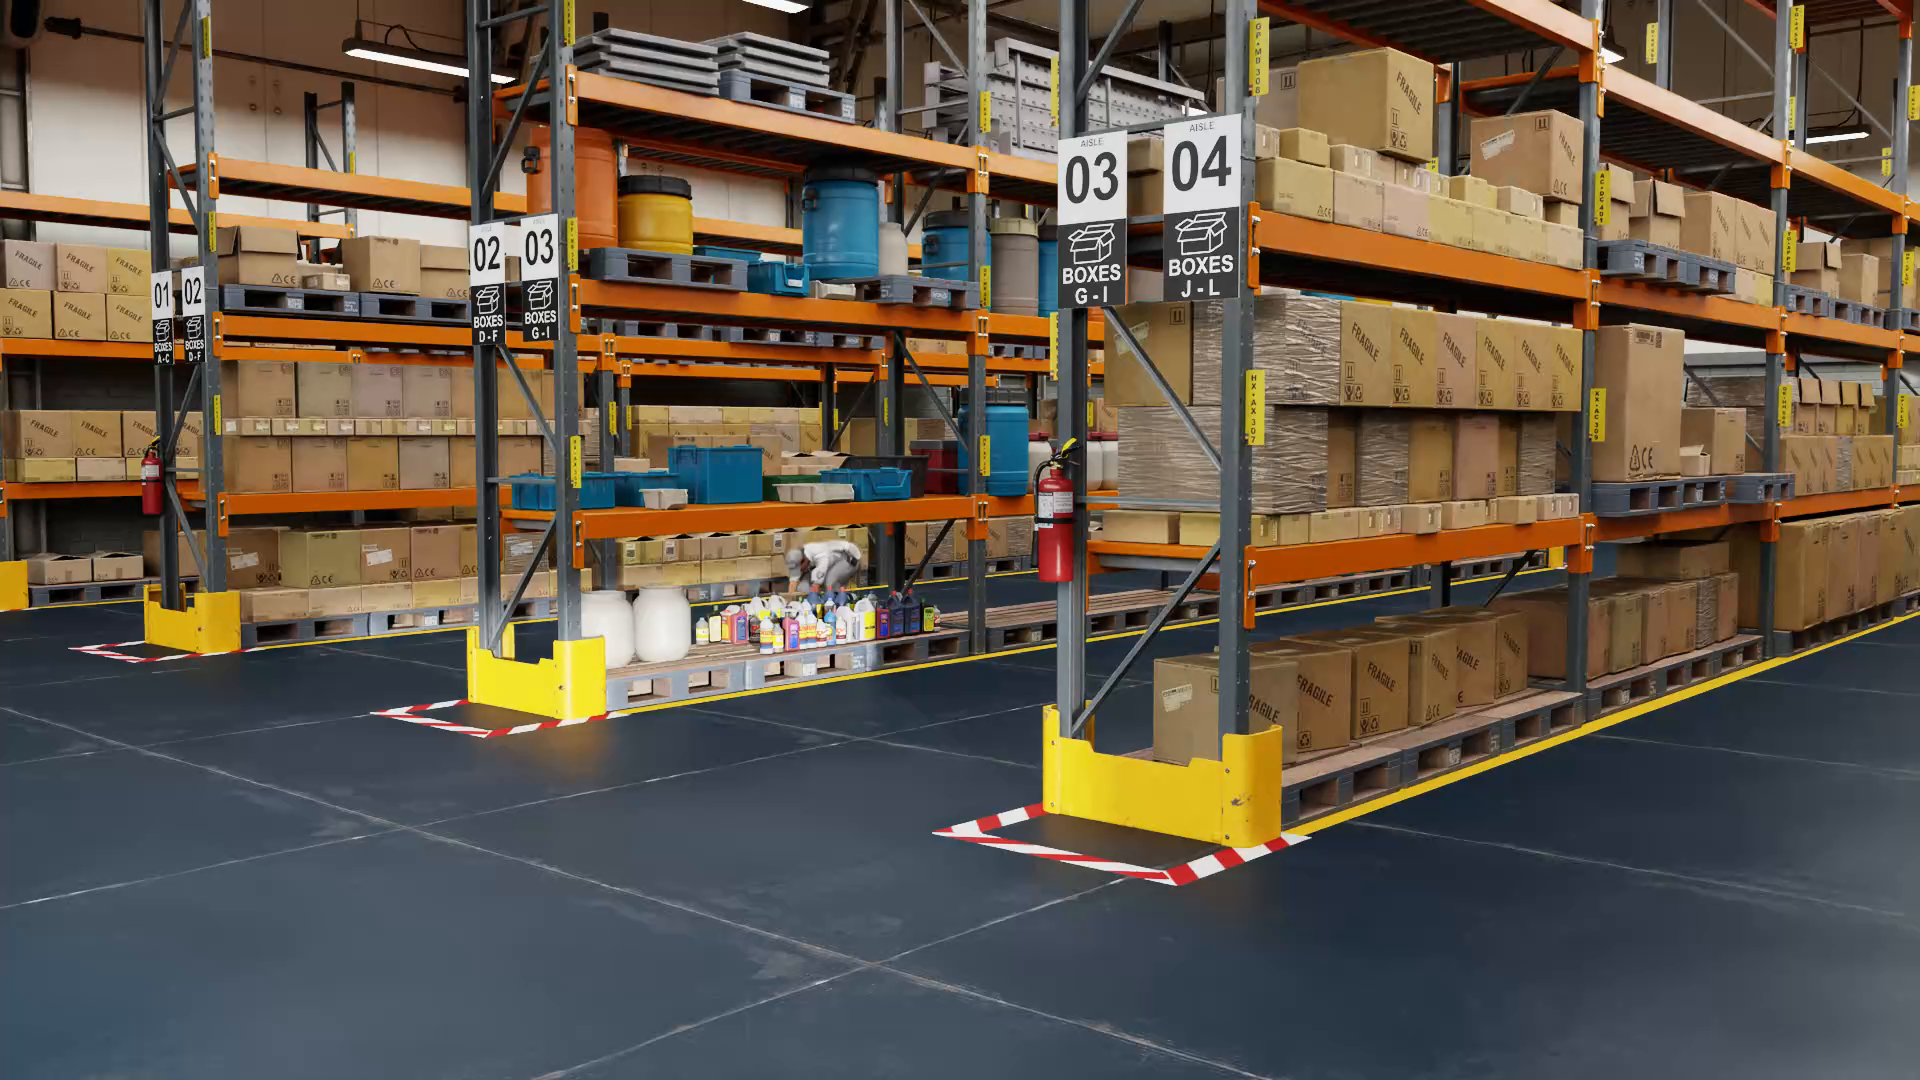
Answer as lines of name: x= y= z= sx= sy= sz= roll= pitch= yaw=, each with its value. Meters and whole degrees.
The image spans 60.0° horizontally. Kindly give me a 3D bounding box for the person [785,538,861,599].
person: x=-1.393 y=0.386 z=16.577 sx=0.506 sy=0.785 sz=0.941 roll=3 pitch=5 yaw=39
